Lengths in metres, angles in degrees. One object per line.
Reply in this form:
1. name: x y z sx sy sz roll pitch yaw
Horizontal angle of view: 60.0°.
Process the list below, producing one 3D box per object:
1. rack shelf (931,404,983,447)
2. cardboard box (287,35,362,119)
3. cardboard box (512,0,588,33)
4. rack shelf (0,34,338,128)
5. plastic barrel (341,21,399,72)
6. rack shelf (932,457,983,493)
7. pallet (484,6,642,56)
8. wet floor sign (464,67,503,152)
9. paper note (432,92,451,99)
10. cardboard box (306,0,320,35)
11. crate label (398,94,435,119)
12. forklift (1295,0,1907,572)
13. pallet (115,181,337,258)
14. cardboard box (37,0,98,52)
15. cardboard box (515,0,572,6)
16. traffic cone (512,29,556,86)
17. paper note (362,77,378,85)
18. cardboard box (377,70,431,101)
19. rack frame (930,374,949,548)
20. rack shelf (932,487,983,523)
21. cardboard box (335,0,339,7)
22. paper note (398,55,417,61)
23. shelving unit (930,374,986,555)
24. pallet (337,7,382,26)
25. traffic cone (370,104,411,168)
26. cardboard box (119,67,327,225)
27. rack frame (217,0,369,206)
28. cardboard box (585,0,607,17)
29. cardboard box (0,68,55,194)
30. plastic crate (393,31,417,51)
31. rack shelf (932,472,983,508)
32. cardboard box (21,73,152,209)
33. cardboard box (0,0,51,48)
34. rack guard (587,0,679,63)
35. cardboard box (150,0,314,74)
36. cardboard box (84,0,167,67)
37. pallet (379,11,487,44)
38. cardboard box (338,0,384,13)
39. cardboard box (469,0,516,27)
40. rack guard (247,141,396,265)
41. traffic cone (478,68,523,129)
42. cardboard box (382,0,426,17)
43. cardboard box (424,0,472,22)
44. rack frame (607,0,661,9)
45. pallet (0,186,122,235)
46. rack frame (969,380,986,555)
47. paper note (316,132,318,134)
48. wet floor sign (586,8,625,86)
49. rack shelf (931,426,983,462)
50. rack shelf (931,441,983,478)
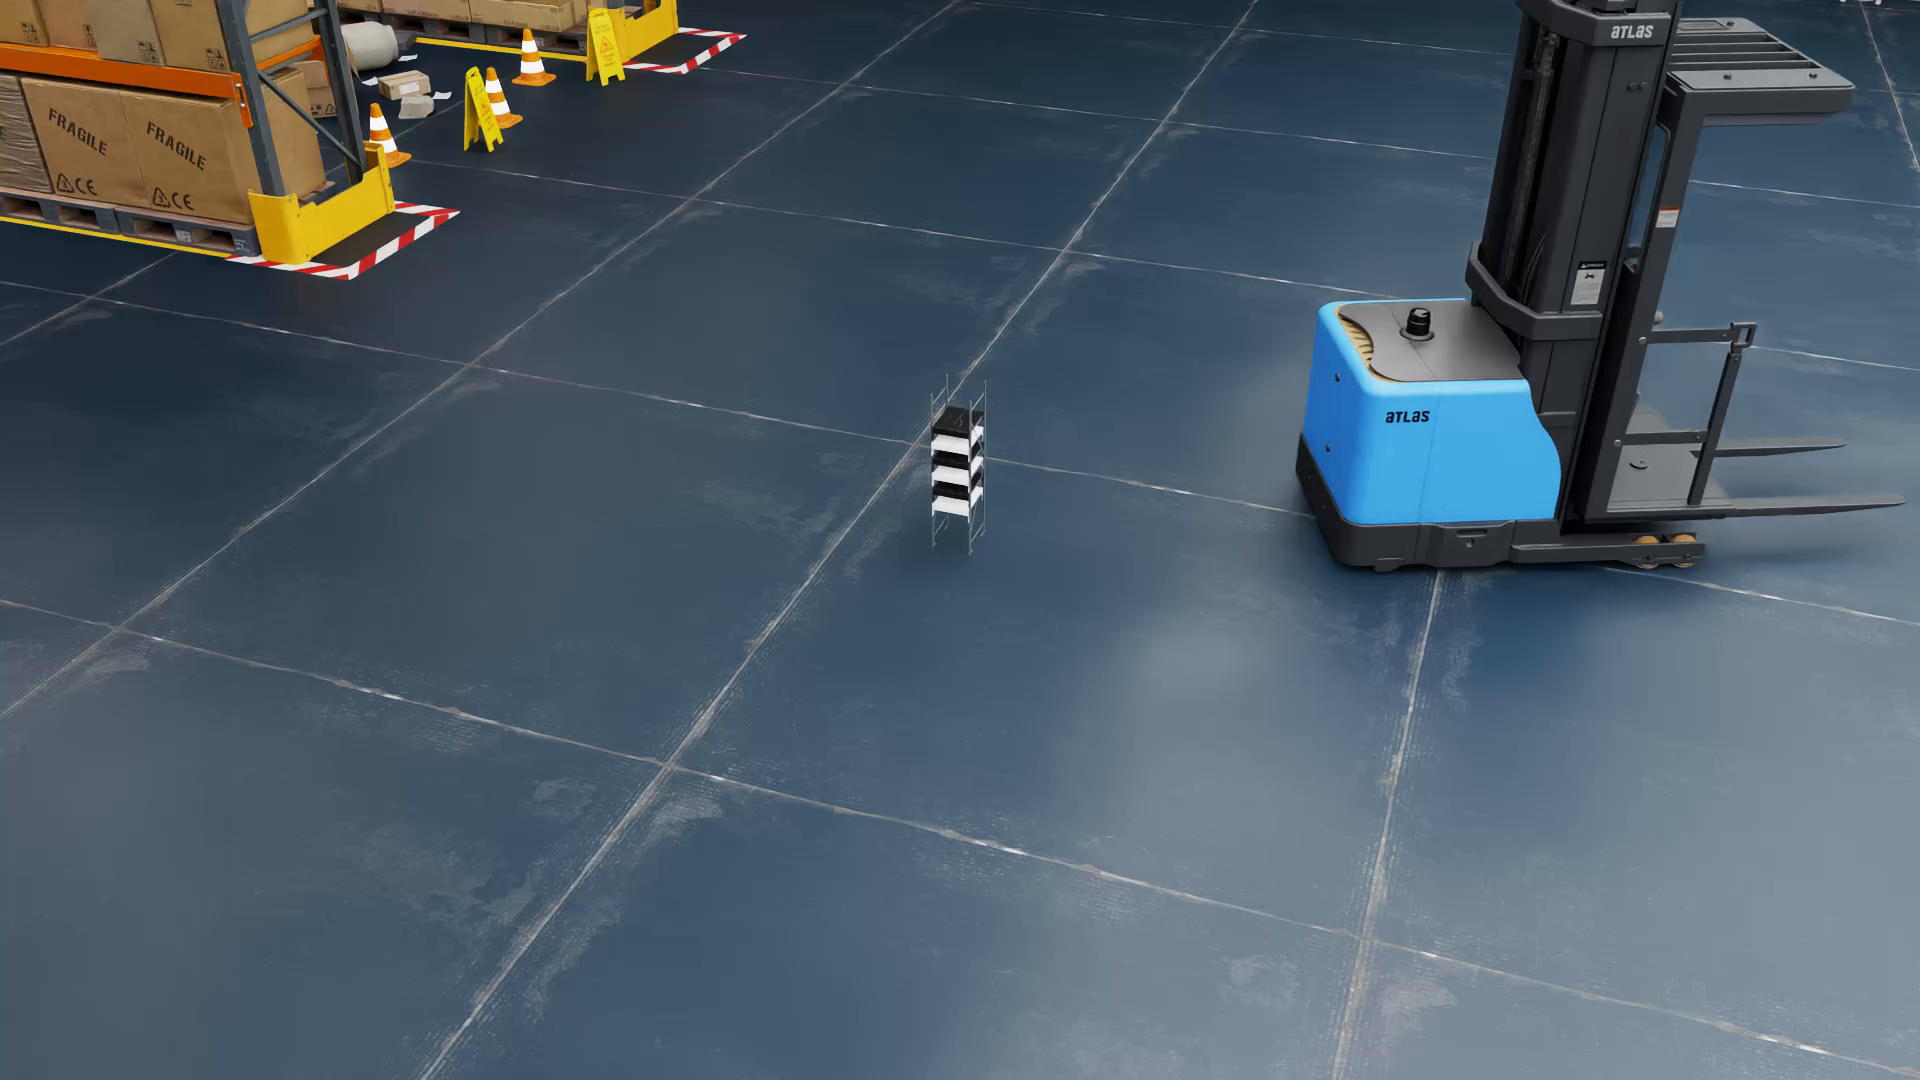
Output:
1. rack shelf: -0.008 -0.578 8.380 0.200 0.077 0.258 11 34 16
2. cardboard box: -5.587 -4.056 14.568 0.637 0.503 0.797 -11 35 -17
3. cardboard box: -3.953 -5.112 16.050 0.500 0.250 0.500 11 34 16
4. rack shelf: -6.537 -3.594 12.214 4.000 0.370 1.077 11 34 16
5. plastic barrel: -5.534 -4.598 15.482 0.512 0.421 0.421 -18 37 -25
6. rack shelf: -0.008 -0.352 8.526 0.200 0.077 0.258 11 34 16
7. pallet: -3.903 -5.085 16.431 1.213 0.211 1.003 11 34 16
8. wet floor sign: -3.959 -3.546 13.648 0.232 0.644 0.267 5 33 8
9. paper note: -4.640 -3.985 14.894 0.142 0.019 0.148 0 33 0
10. cardboard box: -6.295 -4.868 15.826 0.500 0.500 0.500 -18 37 -25
11. crate label: -4.734 -3.776 14.473 0.298 0.136 0.250 -6 33 -9
12. forklift: 3.396 -1.370 8.170 3.031 2.935 1.130 -2 33 -3
13. pallet: -5.433 -2.465 12.373 1.213 0.211 1.003 11 34 16
14. cardboard box: -6.028 -3.894 11.877 0.550 0.550 0.875 11 34 16
15. cardboard box: -3.921 -5.426 15.844 0.500 0.500 0.500 11 35 17
16. traffic cone: -3.919 -4.430 15.185 0.334 0.463 0.336 11 34 16
17. paper note: -5.389 -4.212 15.257 0.142 0.019 0.148 24 40 32
18. cardboard box: -4.994 -4.086 14.942 0.380 0.149 0.250 -25 40 -33
19. rack frame: -0.103 -0.398 8.537 0.006 0.900 0.240 11 34 16
20. rack shelf: -0.008 -0.200 8.624 0.200 0.077 0.258 11 34 16
21. cardboard box: -6.380 -5.583 16.780 0.500 0.250 0.500 9 34 14
22. paper note: -5.260 -4.599 15.845 0.148 0.019 0.142 0 33 0
23. shelving unit: -0.008 -0.380 8.508 0.210 0.900 0.258 11 34 16
24. pallet: -6.200 -5.532 17.123 1.213 0.211 1.003 11 34 16
25. traffic cone: -4.675 -3.286 13.413 0.334 0.463 0.336 11 34 16
26. cardboard box: -5.315 -2.904 12.054 0.875 0.875 0.875 11 35 17
27. rack frame: -4.654 -3.530 11.452 0.127 3.000 1.000 11 34 16
28. cardboard box: -3.745 -5.386 16.474 0.500 0.250 0.500 11 34 16
29. cardboard box: -7.001 -3.232 12.562 0.875 0.875 0.875 11 35 17
30. plastic crate: -5.643 -4.875 16.227 0.583 0.080 0.402 0 33 0
31. rack shelf: -0.008 -0.276 8.575 0.200 0.077 0.258 11 34 16
32. cardboard box: -6.144 -3.064 12.302 0.875 0.875 0.875 10 34 16
33. cardboard box: -6.541 -3.970 11.995 0.500 0.550 0.875 11 34 16
34. rack guard: -3.151 -5.040 16.095 0.348 0.500 1.175 11 34 16
35. cardboard box: -5.018 -3.638 11.480 0.550 0.550 0.875 11 34 16
36. cardboard box: -5.544 -3.727 11.619 0.550 0.550 0.875 11 34 16
37. pallet: -5.048 -5.309 16.778 1.213 0.211 1.003 11 34 16
38. cardboard box: -5.874 -5.491 16.638 0.500 0.250 0.500 13 35 19
39. cardboard box: -4.416 -5.207 16.196 0.500 0.250 0.500 11 34 17
40. rack guard: -4.631 -2.475 12.123 0.348 0.500 1.175 11 34 16
41. traffic cone: -3.973 -3.801 14.211 0.334 0.463 0.336 11 34 16
42. cardboard box: -5.374 -5.396 16.489 0.500 0.250 0.500 11 34 16
43. cardboard box: -4.910 -5.299 16.340 0.500 0.250 0.500 10 34 15
44. rack frame: -3.079 -6.076 15.395 0.127 3.000 1.000 11 34 16
45. pallet: -6.578 -2.689 12.720 1.213 0.211 1.003 11 34 16
46. rack frame: 0.088 -0.361 8.479 0.006 0.900 0.240 11 34 16
47. paper note: -5.518 -3.428 14.033 0.142 0.017 0.144 24 40 32
48. wet floor sign: -3.261 -4.506 15.134 0.232 0.644 0.267 24 40 32
49. rack shelf: -0.008 -0.503 8.429 0.200 0.077 0.258 11 34 16
50. rack shelf: -0.008 -0.427 8.477 0.200 0.077 0.258 11 34 16
